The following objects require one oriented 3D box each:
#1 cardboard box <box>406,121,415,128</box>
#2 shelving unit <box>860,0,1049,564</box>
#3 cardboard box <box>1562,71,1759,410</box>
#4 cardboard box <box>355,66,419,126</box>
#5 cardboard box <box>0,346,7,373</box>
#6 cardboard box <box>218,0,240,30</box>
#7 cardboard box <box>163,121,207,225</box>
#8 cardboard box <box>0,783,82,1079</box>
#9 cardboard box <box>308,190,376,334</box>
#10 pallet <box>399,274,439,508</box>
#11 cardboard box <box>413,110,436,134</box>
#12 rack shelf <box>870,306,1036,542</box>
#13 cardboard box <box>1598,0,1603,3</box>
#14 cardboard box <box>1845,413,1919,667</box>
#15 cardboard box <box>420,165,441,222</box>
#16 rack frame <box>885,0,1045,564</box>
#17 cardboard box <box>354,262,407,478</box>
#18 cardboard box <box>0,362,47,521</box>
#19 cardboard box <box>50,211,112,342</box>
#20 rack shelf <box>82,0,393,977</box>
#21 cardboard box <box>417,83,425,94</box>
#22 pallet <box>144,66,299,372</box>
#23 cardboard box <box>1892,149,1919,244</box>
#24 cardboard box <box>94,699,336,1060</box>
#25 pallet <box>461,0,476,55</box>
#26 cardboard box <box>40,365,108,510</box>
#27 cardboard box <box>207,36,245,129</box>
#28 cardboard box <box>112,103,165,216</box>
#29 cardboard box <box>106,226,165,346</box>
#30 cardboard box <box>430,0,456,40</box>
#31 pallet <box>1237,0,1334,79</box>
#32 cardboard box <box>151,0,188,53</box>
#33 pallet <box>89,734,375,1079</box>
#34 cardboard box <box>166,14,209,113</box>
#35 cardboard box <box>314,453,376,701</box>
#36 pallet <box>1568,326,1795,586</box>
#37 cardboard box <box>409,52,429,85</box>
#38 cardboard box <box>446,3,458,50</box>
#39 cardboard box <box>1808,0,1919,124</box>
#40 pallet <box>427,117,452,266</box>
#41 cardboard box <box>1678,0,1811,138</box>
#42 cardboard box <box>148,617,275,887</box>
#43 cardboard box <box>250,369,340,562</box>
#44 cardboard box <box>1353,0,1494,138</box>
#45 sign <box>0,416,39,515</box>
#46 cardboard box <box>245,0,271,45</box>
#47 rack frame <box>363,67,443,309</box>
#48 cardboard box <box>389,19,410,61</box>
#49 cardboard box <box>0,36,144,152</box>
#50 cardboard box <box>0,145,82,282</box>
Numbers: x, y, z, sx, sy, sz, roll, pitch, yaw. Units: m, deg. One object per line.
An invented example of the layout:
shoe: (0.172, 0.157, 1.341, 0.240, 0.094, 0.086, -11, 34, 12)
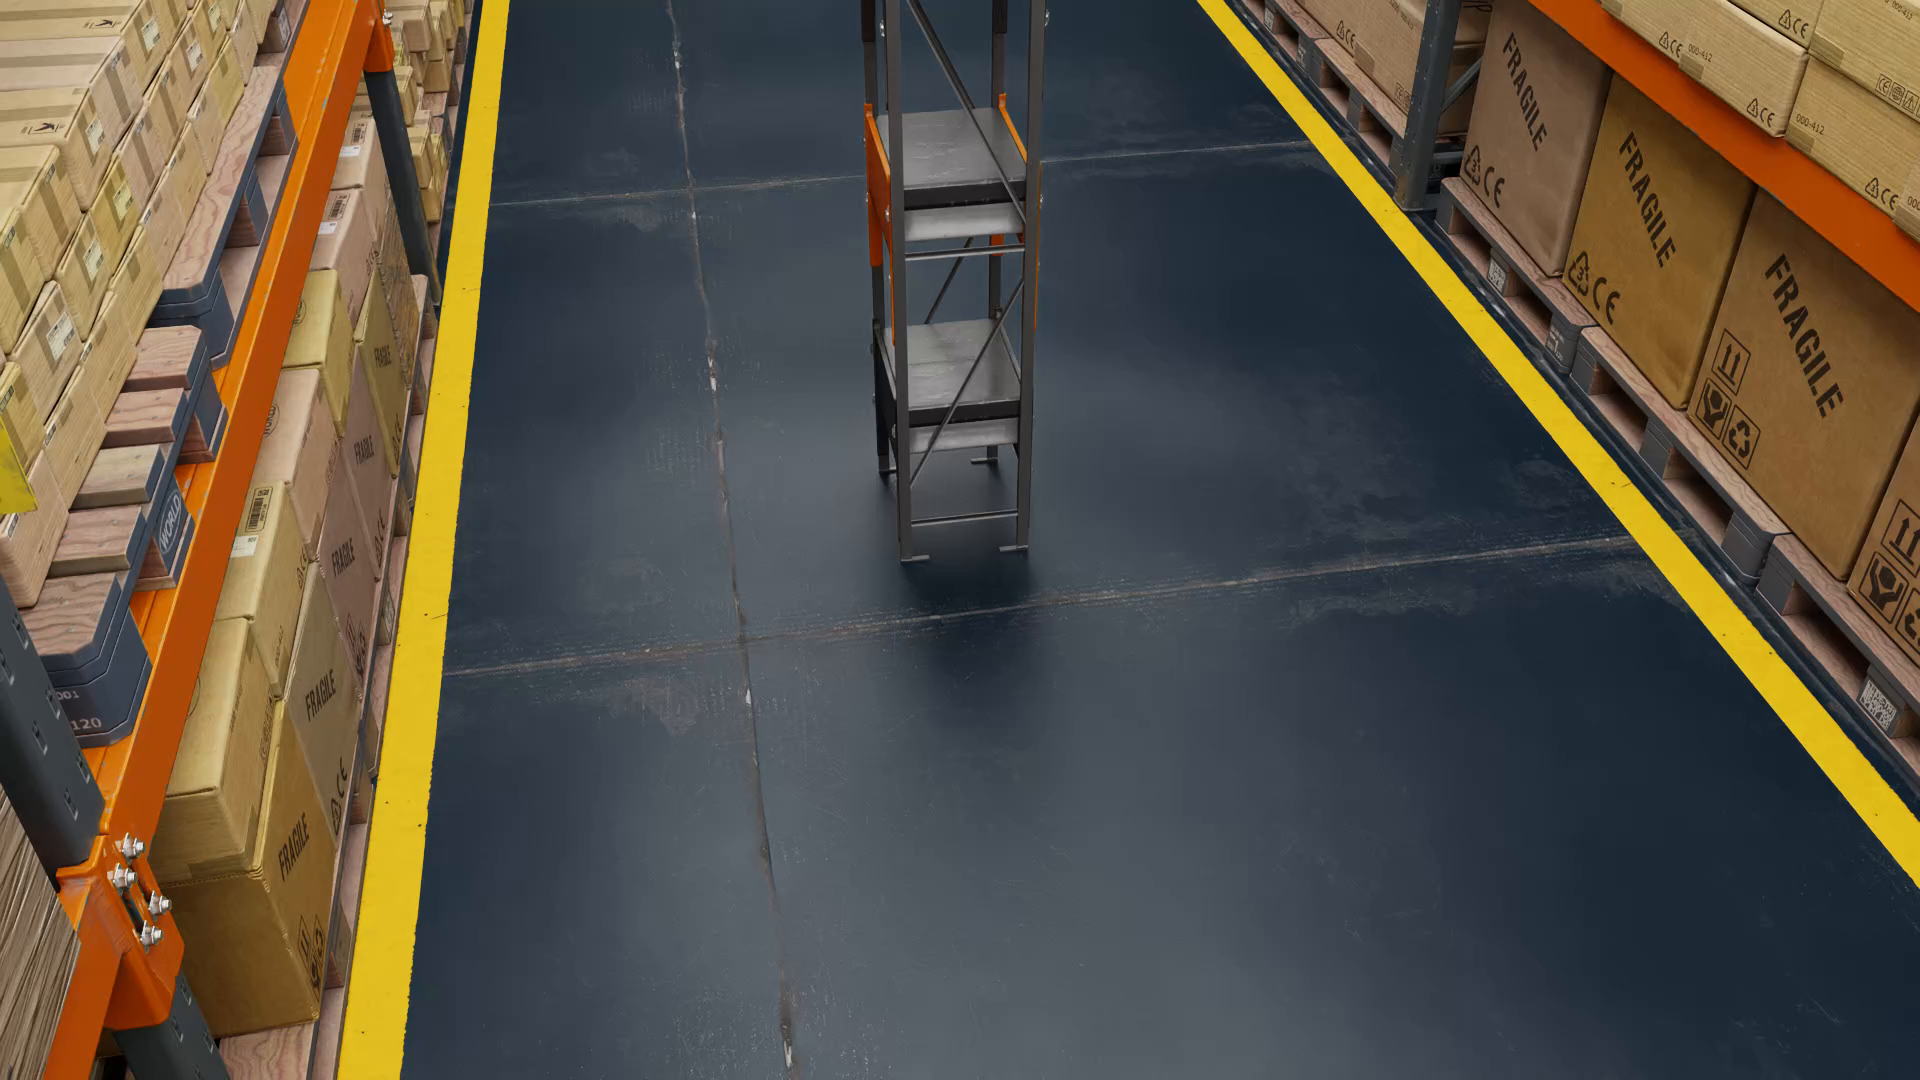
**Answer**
cardboard box: (-2.383, -1.614, 6.621, 0.380, 0.149, 0.250, -6, 38, -8)
shelving unit: (-0.029, -0.929, 4.735, 0.431, 2.100, 0.503, -6, 38, -8)
cardboard box: (2.707, -1.069, 5.571, 0.875, 0.875, 0.875, -5, 38, -7)
cardboard box: (-2.349, -1.738, 6.538, 0.380, 0.149, 0.250, -4, 38, -6)
cardboard box: (-1.692, -0.248, 2.502, 0.380, 0.149, 0.250, -6, 38, -8)
cardboard box: (-2.053, -1.394, 4.219, 0.380, 0.149, 0.250, -8, 39, -10)
cardboard box: (-1.915, -0.803, 3.701, 0.380, 0.149, 0.250, -6, 38, -7)
cardboard box: (-1.458, 0.560, 2.003, 0.500, 0.500, 0.500, -6, 38, -8)
cardboard box: (-2.046, -0.800, 4.919, 0.500, 0.250, 0.500, -5, 38, -6)
pallet: (-2.364, -0.489, 5.707, 1.003, 0.211, 1.213, -6, 38, -8)
cardboard box: (-2.391, -1.660, 6.923, 0.380, 0.149, 0.250, -6, 38, -8)
rack shelf: (-0.029, -0.366, 5.172, 0.431, 0.518, 0.480, -6, 38, -8)
cardboard box: (2.263, -1.987, 5.485, 0.500, 0.250, 0.500, -7, 38, -9)
cardboard box: (3.015, 0.010, 4.182, 0.875, 0.875, 0.875, -7, 38, -8)
cardboard box: (-2.250, -1.354, 6.530, 0.380, 0.149, 0.250, -8, 39, -10)
rack frame: (0.014, -0.782, 4.545, 0.400, 2.100, 0.015, -6, 38, -8)
cardboard box: (-2.035, -0.509, 5.155, 0.500, 0.500, 0.500, -7, 38, -9)
cardboard box: (-1.688, -0.141, 2.607, 0.380, 0.149, 0.250, -5, 38, -6)
cardboard box: (-1.788, -0.466, 3.025, 0.380, 0.149, 0.250, -7, 38, -9)
rack shelf: (-2.152, -0.568, 4.122, 1.077, 0.370, 4.000, -6, 38, -8)
cardboard box: (-2.566, -1.966, 7.317, 0.380, 0.149, 0.250, -8, 39, -10)
pallet: (-2.188, -0.759, 3.939, 1.003, 0.211, 1.213, -6, 38, -8)
cardboard box: (2.605, -0.762, 3.909, 0.500, 0.250, 0.500, -6, 38, -7)
cardboard box: (-1.674, 0.723, 3.570, 0.500, 0.500, 0.500, -8, 39, -10)
pallet: (-3.083, -2.834, 8.726, 1.003, 0.211, 1.213, -6, 38, -8)
cardboard box: (-1.727, -0.164, 2.879, 0.380, 0.149, 0.250, -4, 38, -6)
cardboard box: (-2.006, -1.121, 4.111, 0.380, 0.149, 0.250, -5, 38, -6)
cardboard box: (-1.875, -0.769, 3.415, 0.380, 0.149, 0.250, -6, 38, -8)
cardboard box: (-1.824, -0.490, 3.298, 0.380, 0.149, 0.250, -5, 38, -6)
cardboard box: (-2.531, -2.400, 7.633, 0.380, 0.149, 0.250, -6, 38, -7)
pallet: (2.080, -2.758, 8.628, 1.003, 0.211, 1.213, -6, 38, -8)
cardboard box: (-1.963, -1.190, 3.714, 0.380, 0.149, 0.250, -7, 38, -9)
pallet: (-1.936, 0.985, 3.810, 1.003, 0.211, 1.213, -6, 38, -8)
cardboard box: (-1.966, -1.082, 3.817, 0.380, 0.149, 0.250, -5, 38, -6)
cardboard box: (-1.860, 0.110, 4.359, 0.500, 0.500, 0.500, -7, 38, -9)
pallet: (2.780, -0.356, 5.536, 1.003, 0.211, 1.213, -6, 38, -8)
cardboard box: (-2.531, -2.089, 7.233, 0.380, 0.149, 0.250, -5, 38, -6)
cardboard box: (-2.609, -2.445, 7.933, 0.380, 0.149, 0.250, -6, 38, -7)
cardboard box: (2.516, -1.257, 4.138, 0.500, 0.250, 0.500, -7, 38, -9)
pallet: (-2.655, -1.360, 6.829, 1.003, 0.211, 1.213, -6, 38, -8)
cardboard box: (2.416, -1.373, 4.695, 0.500, 0.250, 0.500, -7, 38, -9)
cardboard box: (-1.683, 0.439, 3.324, 0.500, 0.250, 0.500, -8, 39, -10)
cardboard box: (-1.847, -0.168, 4.105, 0.500, 0.250, 0.500, -6, 38, -8)
cardboard box: (2.349, -2.198, 7.380, 0.875, 0.438, 0.875, -7, 38, -9)
sign: (-1.255, -0.163, 2.071, 0.100, 0.325, 0.005, -6, 38, -8)
cardboard box: (-2.106, -1.449, 4.532, 0.380, 0.149, 0.250, -8, 39, -10)
rack frame: (-2.502, -2.060, 5.456, 1.000, 3.000, 0.127, -6, 38, -8)
cardboard box: (-2.510, -2.040, 6.928, 0.380, 0.149, 0.250, -7, 38, -9)
cardboard box: (-1.875, -0.879, 3.314, 0.380, 0.149, 0.250, -5, 38, -6)
cardboard box: (-1.780, -0.556, 2.898, 0.380, 0.149, 0.250, -6, 38, -8)
